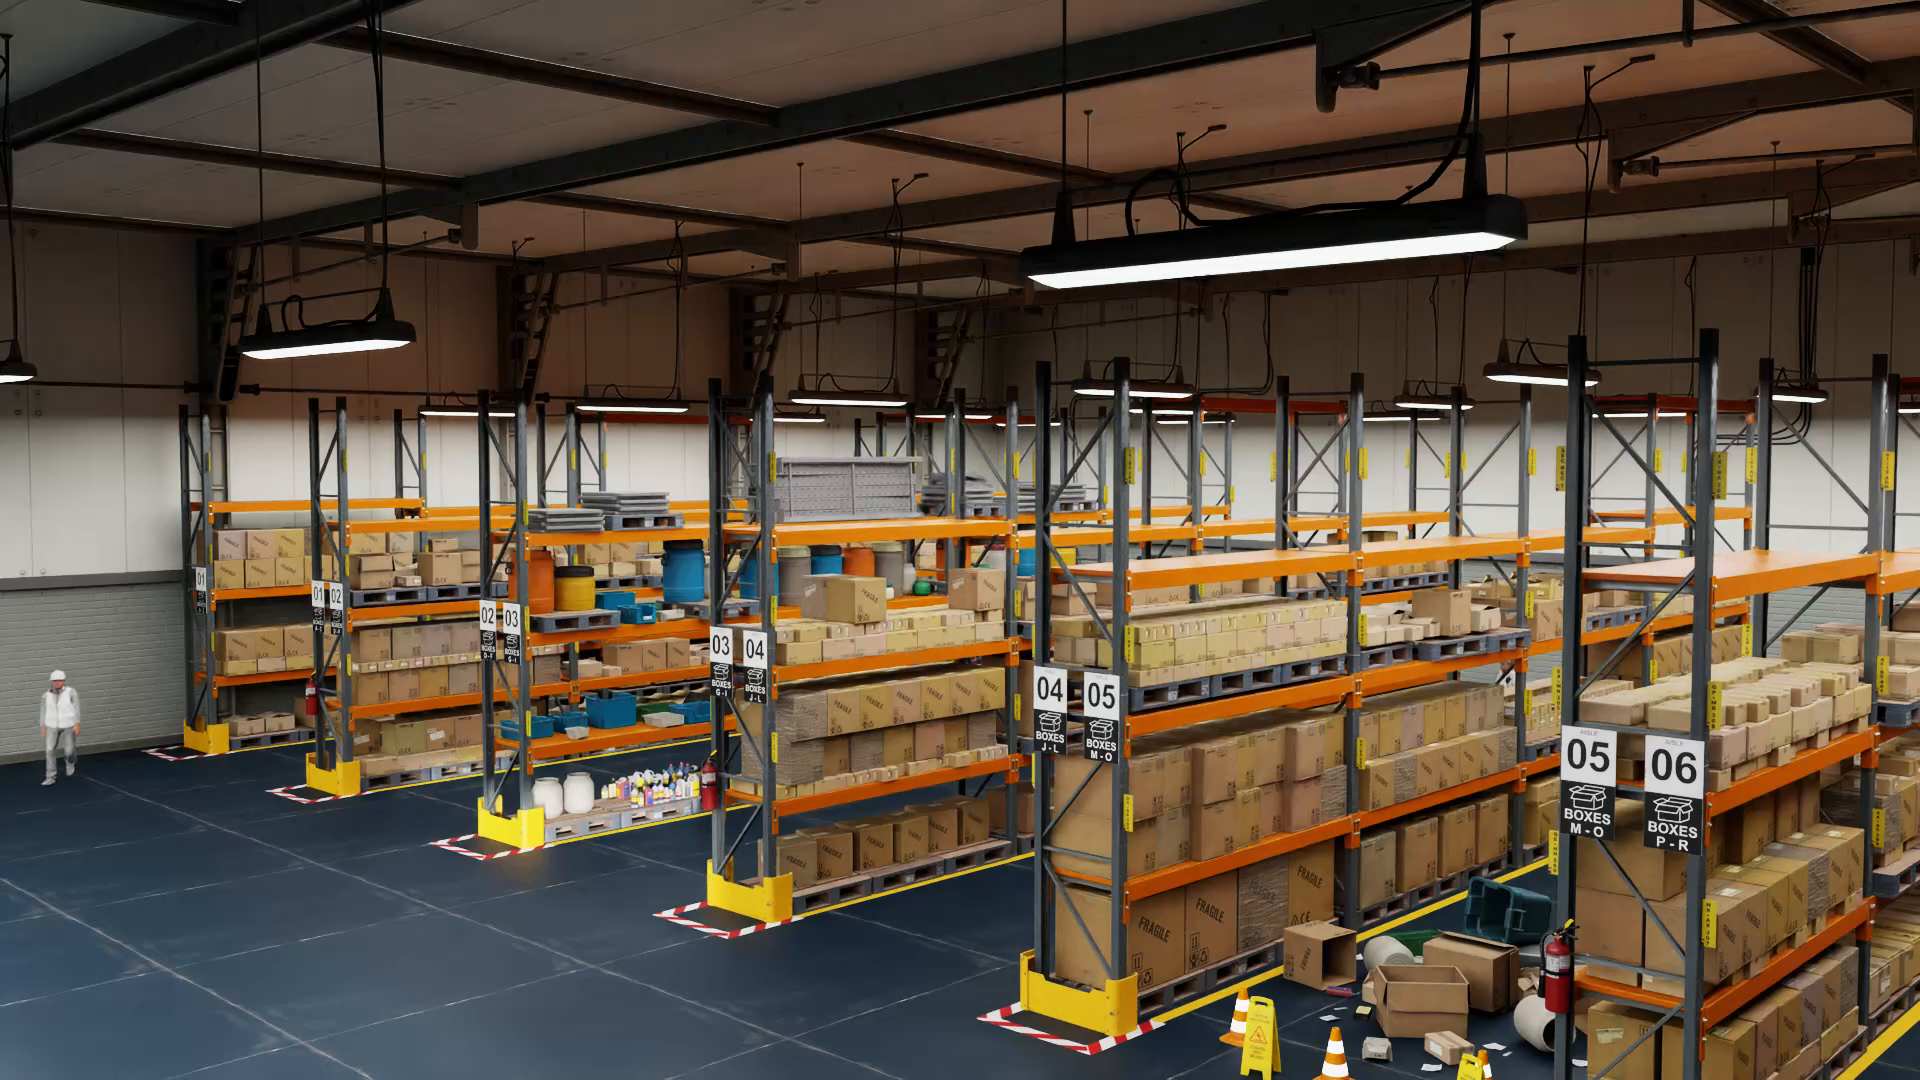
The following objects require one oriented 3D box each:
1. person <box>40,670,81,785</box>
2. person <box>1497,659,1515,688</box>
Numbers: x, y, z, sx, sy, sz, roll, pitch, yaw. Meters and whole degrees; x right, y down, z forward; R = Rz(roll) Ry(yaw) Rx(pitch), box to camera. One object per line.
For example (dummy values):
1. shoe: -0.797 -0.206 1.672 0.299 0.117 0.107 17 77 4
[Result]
1. person: -14.086 2.905 26.030 0.585 1.753 0.800 -1 3 -13
2. person: 9.405 2.815 28.255 0.607 1.742 0.586 -2 4 -32
